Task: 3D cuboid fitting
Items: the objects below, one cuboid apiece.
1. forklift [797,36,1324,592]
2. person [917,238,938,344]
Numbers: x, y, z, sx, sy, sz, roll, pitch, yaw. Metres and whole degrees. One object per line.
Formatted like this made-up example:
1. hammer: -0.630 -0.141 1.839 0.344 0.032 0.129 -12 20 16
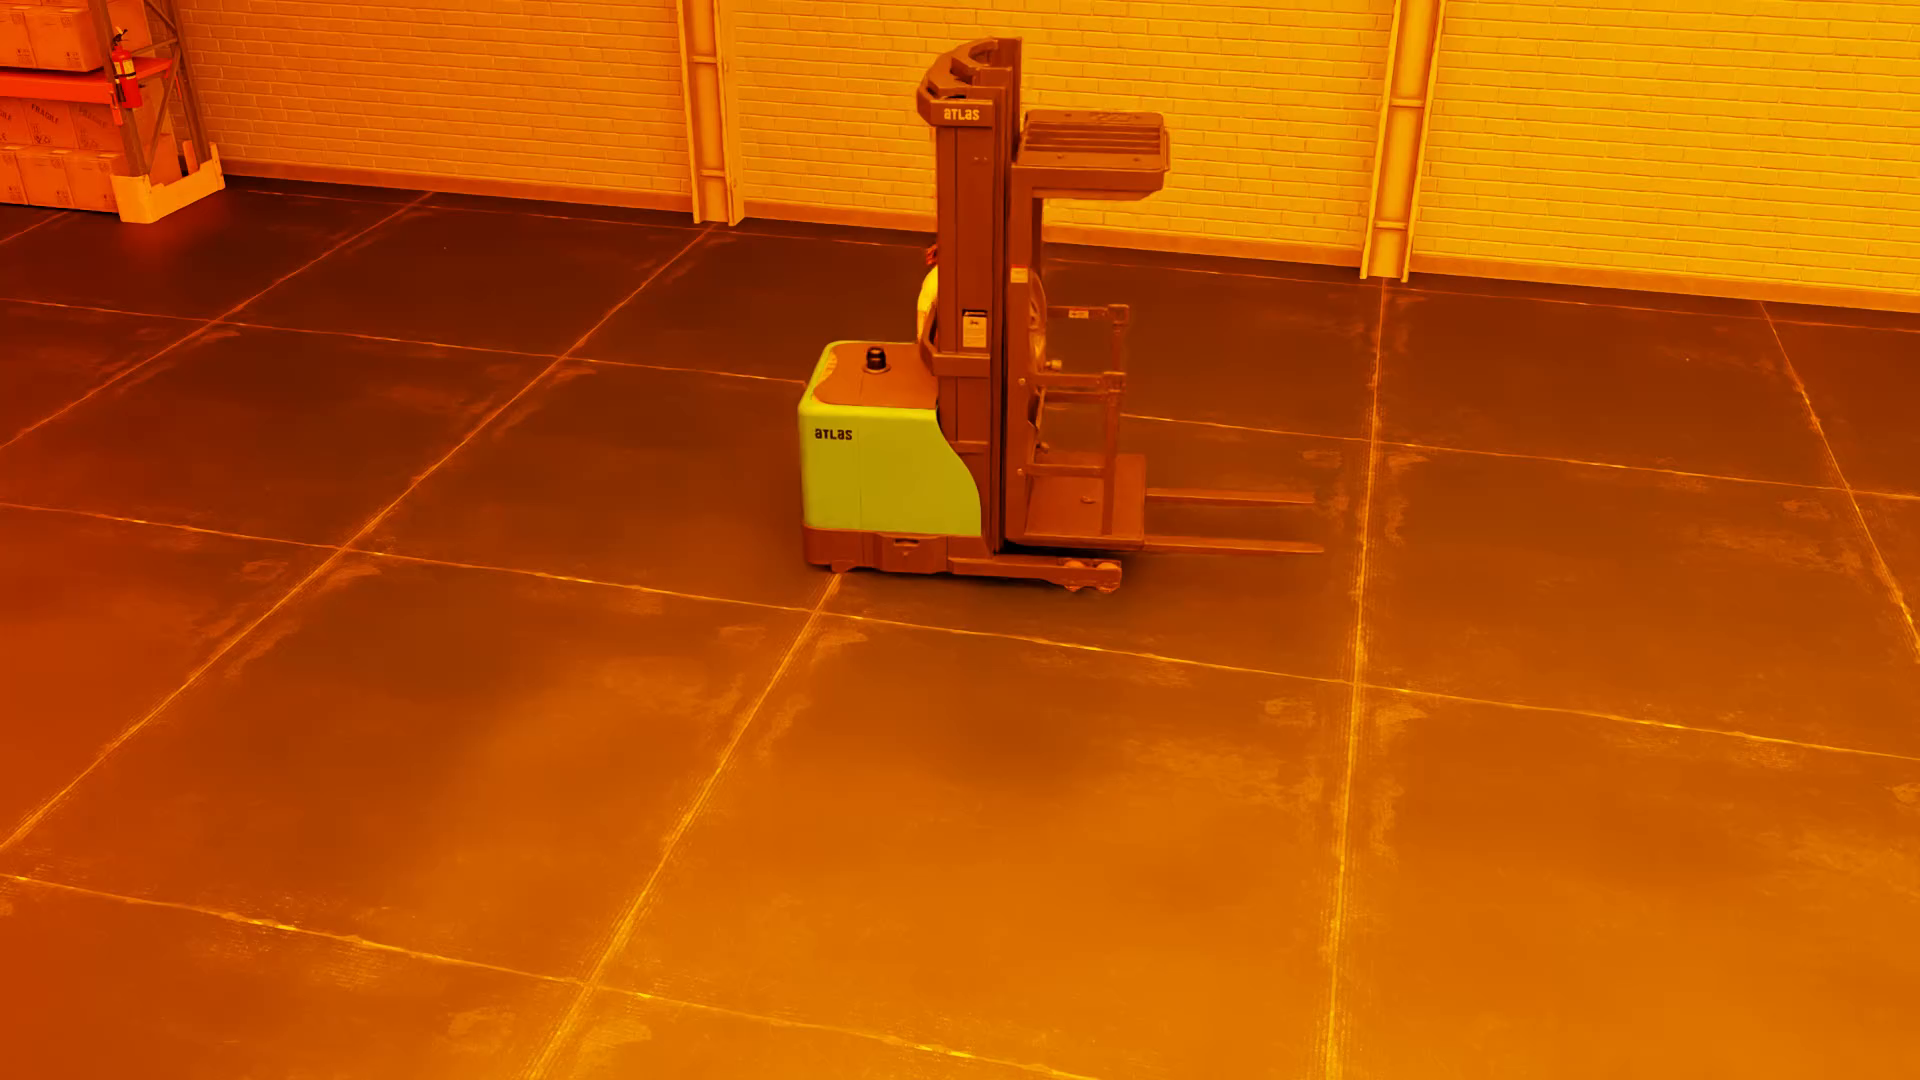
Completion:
1. forklift: 0.622 -1.253 9.381 3.031 2.935 1.130 3 30 5
2. person: 0.111 -1.151 10.450 0.747 1.628 0.679 13 32 22
